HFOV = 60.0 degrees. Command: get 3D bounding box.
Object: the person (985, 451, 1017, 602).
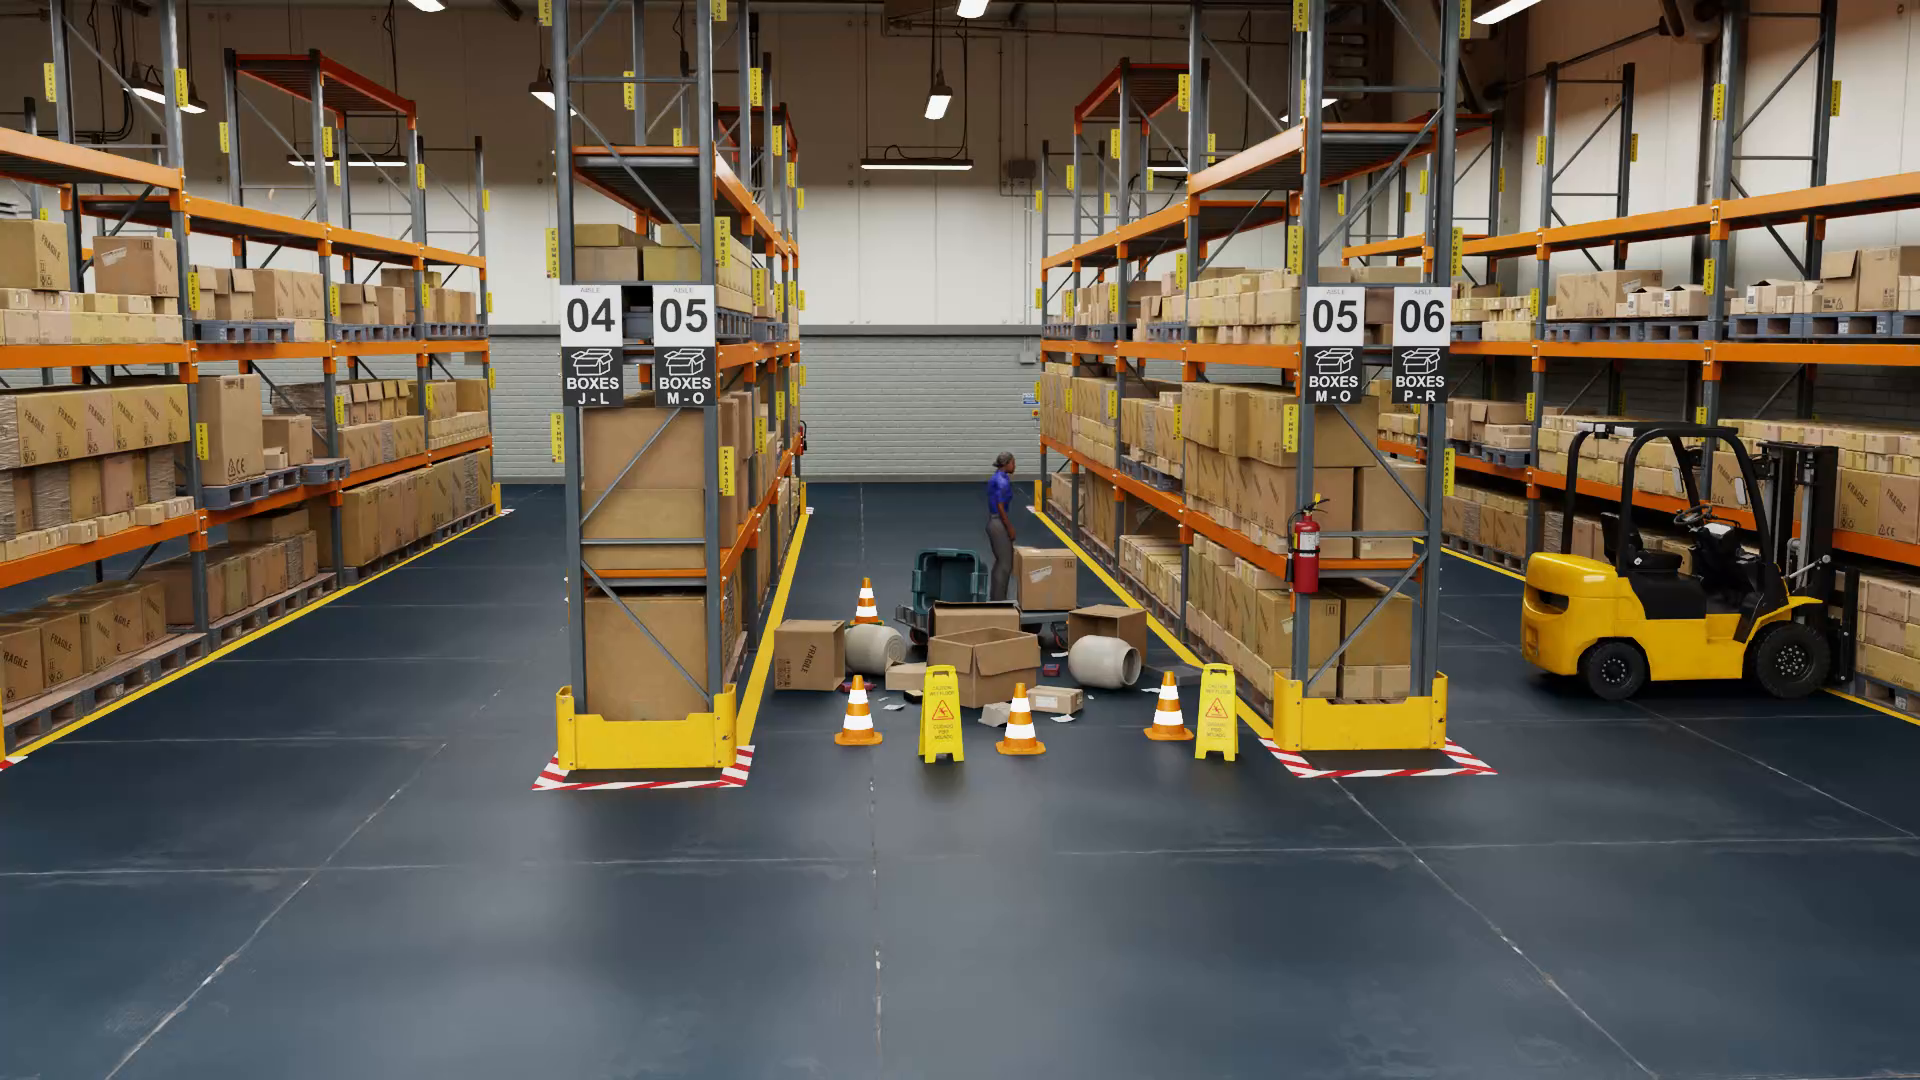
[{"bbox_3d":[0.450,-0.117,17.710,0.345,1.659,0.495,-1,7,-5],"label":"person"}]
